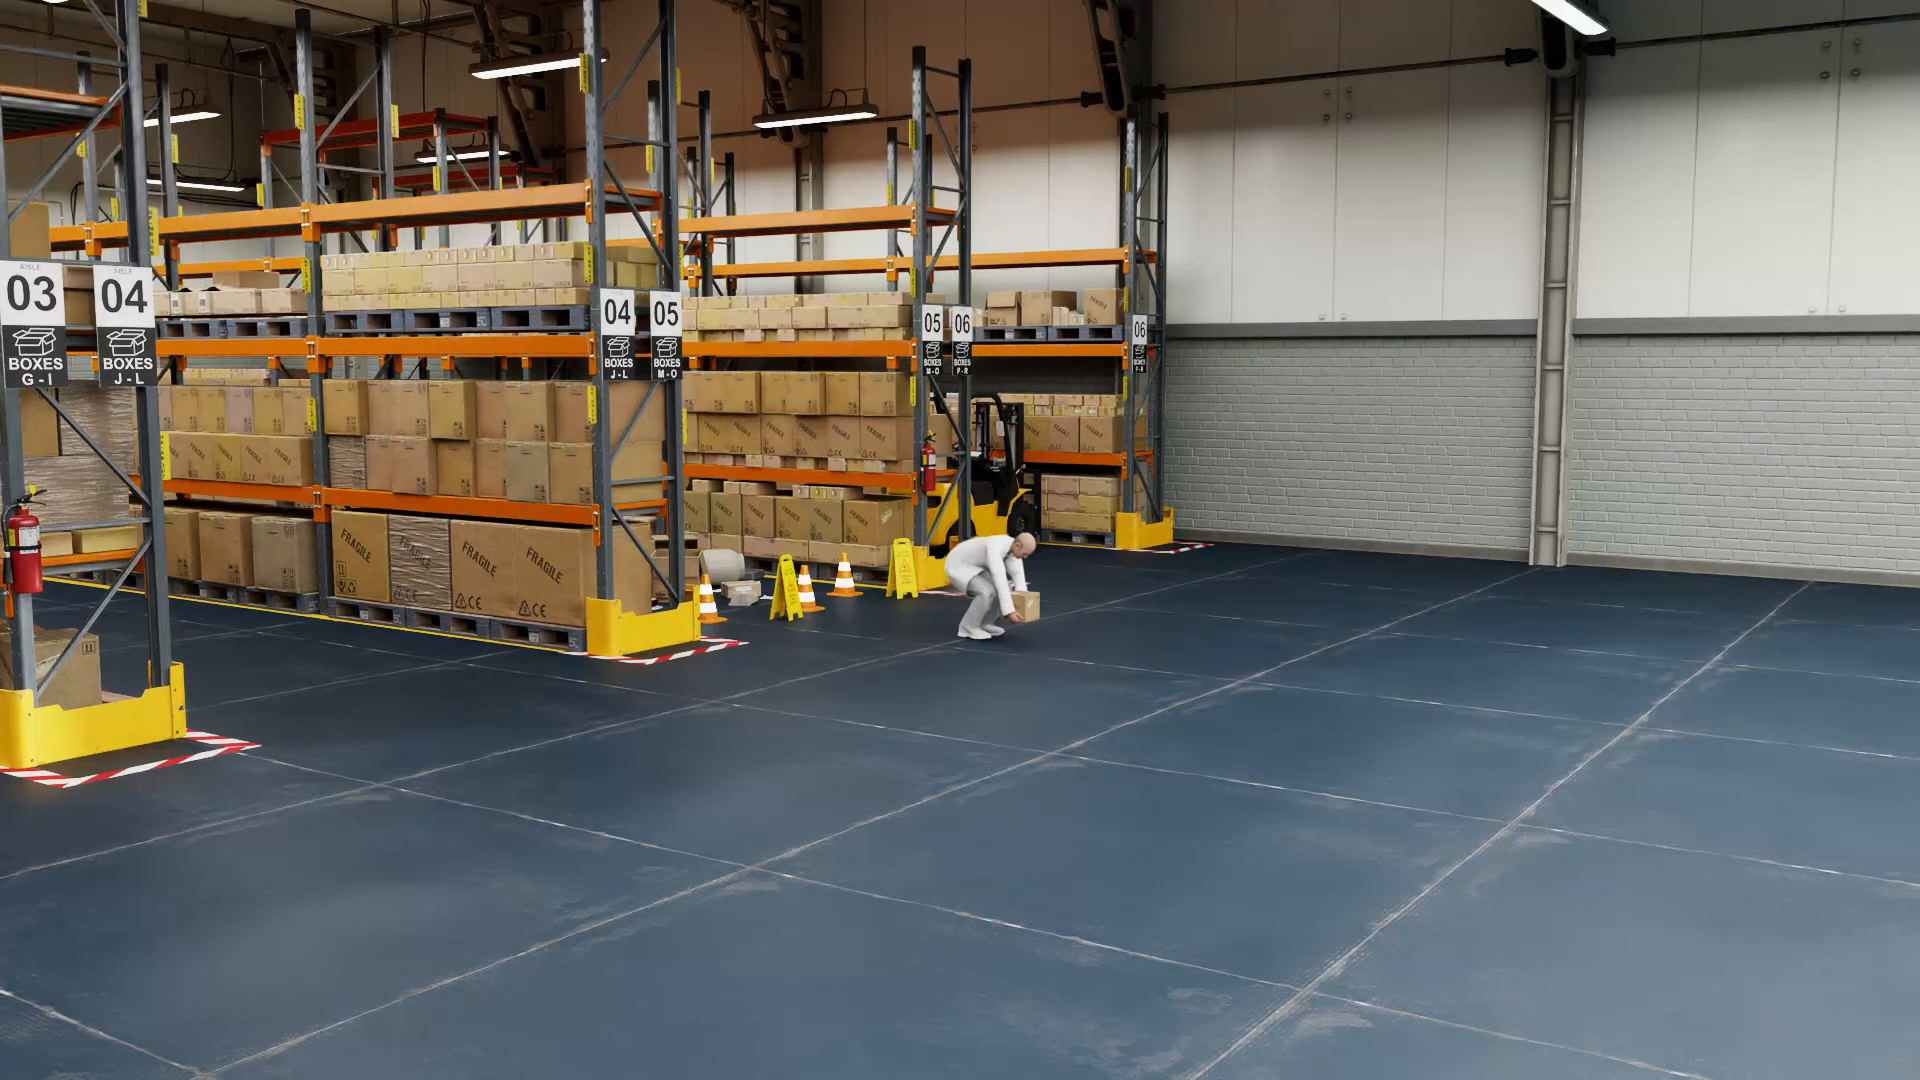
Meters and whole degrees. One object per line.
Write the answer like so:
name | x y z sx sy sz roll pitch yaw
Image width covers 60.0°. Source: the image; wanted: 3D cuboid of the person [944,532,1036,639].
person | 0.284 0.414 15.508 0.922 1.010 0.589 4 7 31
